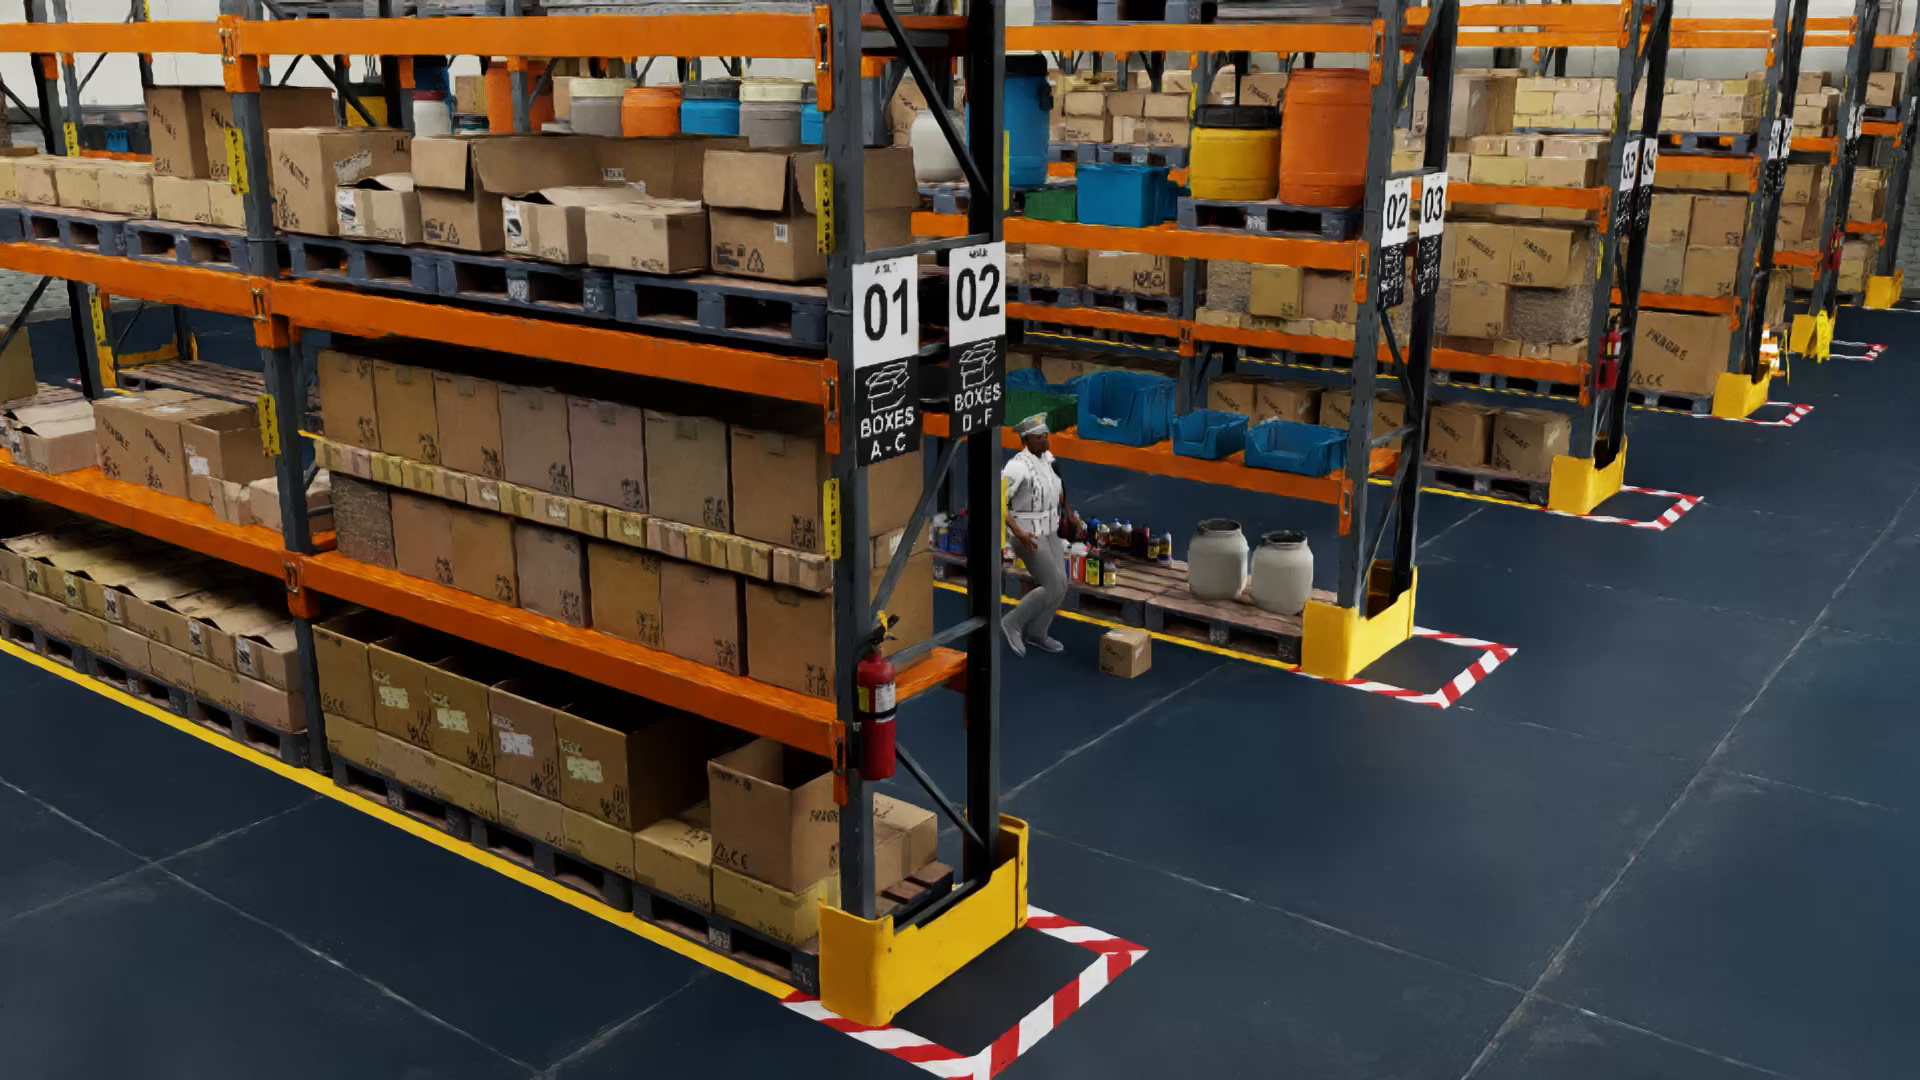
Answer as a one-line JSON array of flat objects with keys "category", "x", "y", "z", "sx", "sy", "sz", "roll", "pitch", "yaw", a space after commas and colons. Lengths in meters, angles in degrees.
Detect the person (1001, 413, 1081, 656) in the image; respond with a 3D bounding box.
[{"category": "person", "x": 0.565, "y": -0.041, "z": 11.189, "sx": 0.469, "sy": 1.670, "sz": 0.626, "roll": 10, "pitch": 19, "yaw": 30}]
